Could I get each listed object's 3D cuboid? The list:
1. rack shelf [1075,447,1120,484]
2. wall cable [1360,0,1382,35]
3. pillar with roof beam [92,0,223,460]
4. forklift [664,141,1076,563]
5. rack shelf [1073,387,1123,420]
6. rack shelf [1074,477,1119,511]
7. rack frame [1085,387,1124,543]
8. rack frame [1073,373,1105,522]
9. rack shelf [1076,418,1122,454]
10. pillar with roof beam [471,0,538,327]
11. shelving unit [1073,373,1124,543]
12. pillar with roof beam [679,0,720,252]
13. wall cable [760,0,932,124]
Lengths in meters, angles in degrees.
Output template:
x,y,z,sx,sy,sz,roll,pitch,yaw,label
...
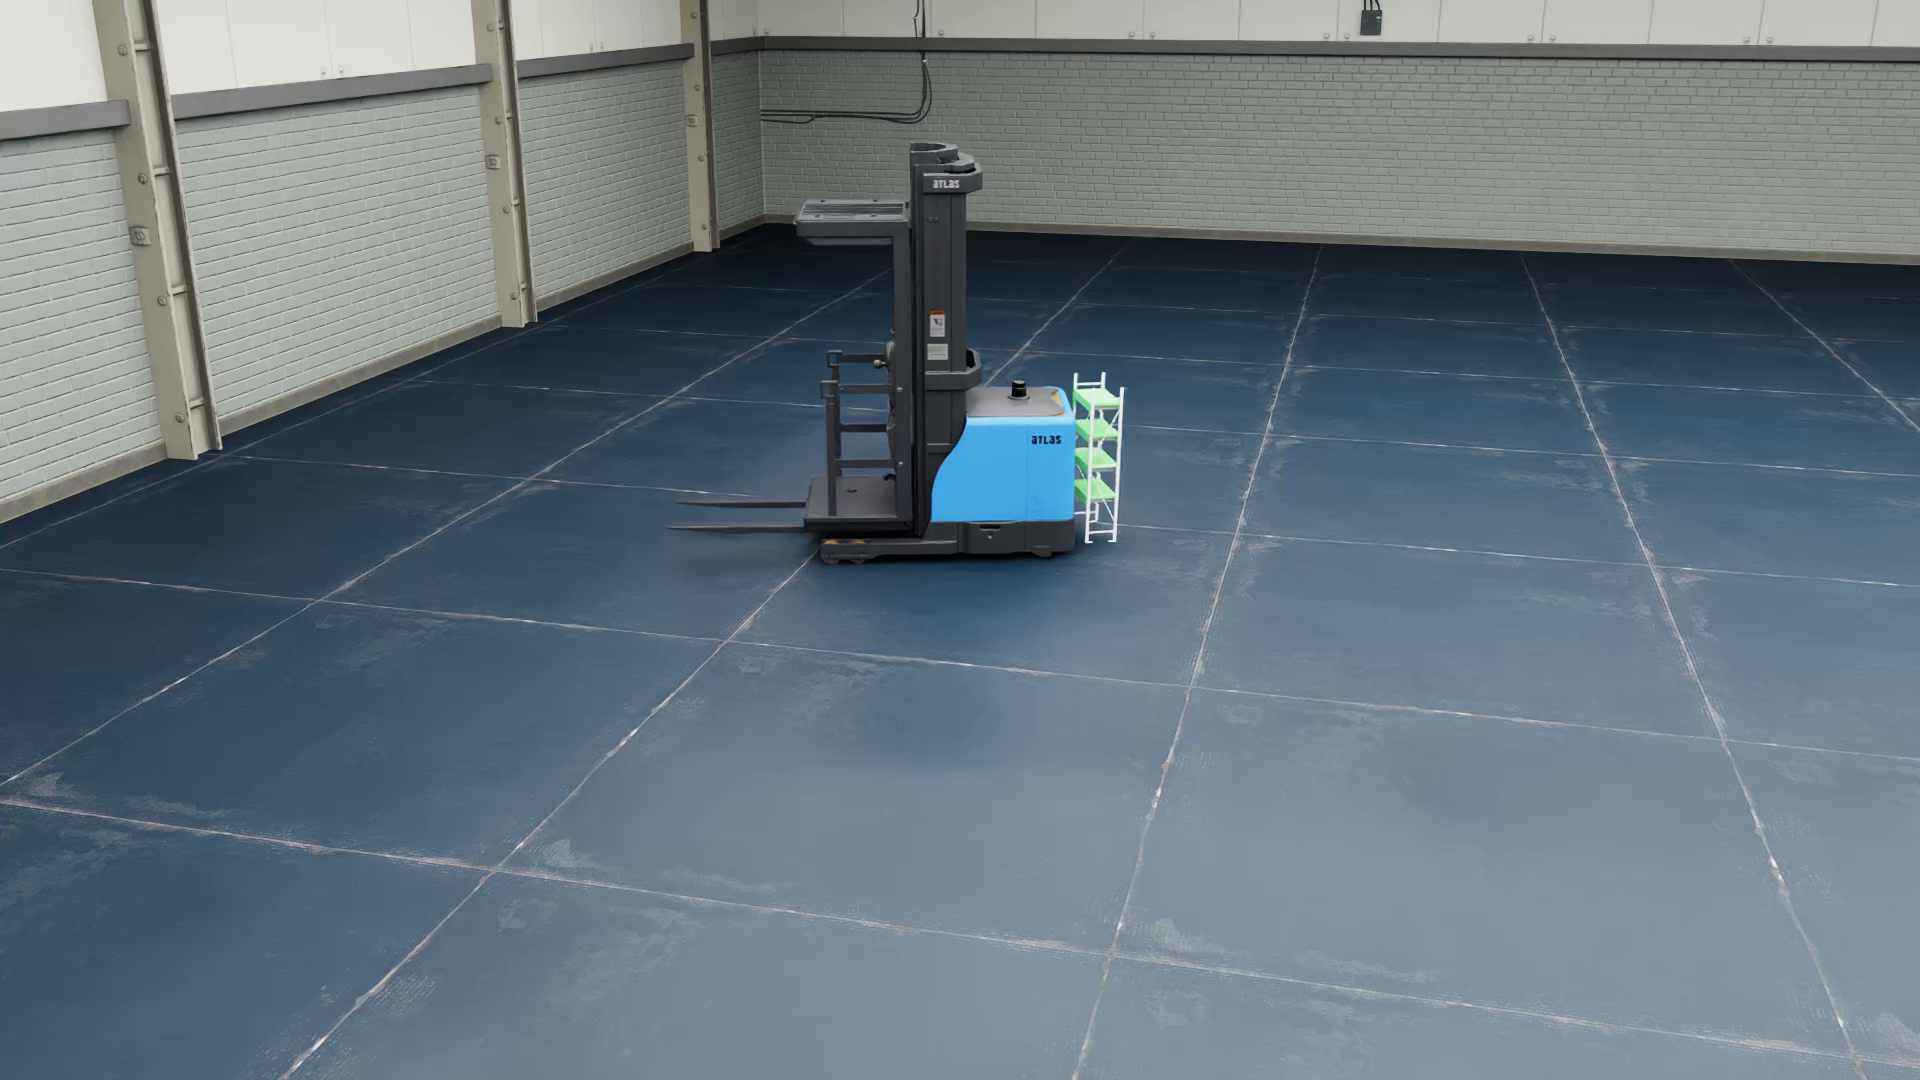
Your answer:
x,y,z,sx,sy,sz,roll,pitch,yaw,label
1.027,-0.568,12.683,0.258,0.148,0.480,-3,19,-11,rack shelf
7.233,-10.478,24.181,2.305,6.003,0.169,5,19,13,wall cable
-2.728,-4.703,12.535,9.100,9.000,0.400,5,19,13,pillar with roof beam
-0.677,-1.390,12.221,3.031,2.935,1.130,-1,19,-2,forklift
1.035,-1.022,12.529,0.258,0.148,0.480,-3,19,-11,rack shelf
1.023,-0.340,12.760,0.258,0.148,0.480,-3,19,-11,rack shelf
1.077,-0.551,12.436,0.240,1.200,0.015,-3,19,-11,rack frame
0.979,-0.705,12.889,0.240,1.200,0.015,-3,19,-11,rack frame
1.031,-0.795,12.606,0.258,0.148,0.480,-3,19,-11,rack shelf
-1.262,-6.584,18.041,9.100,9.000,0.400,5,19,13,pillar with roof beam
1.028,-0.628,12.662,0.258,1.200,0.503,-3,19,-11,shelving unit
0.204,-8.464,23.547,9.100,9.000,0.400,5,19,13,pillar with roof beam
-1.969,-8.154,27.442,3.097,2.526,0.112,5,19,13,wall cable
